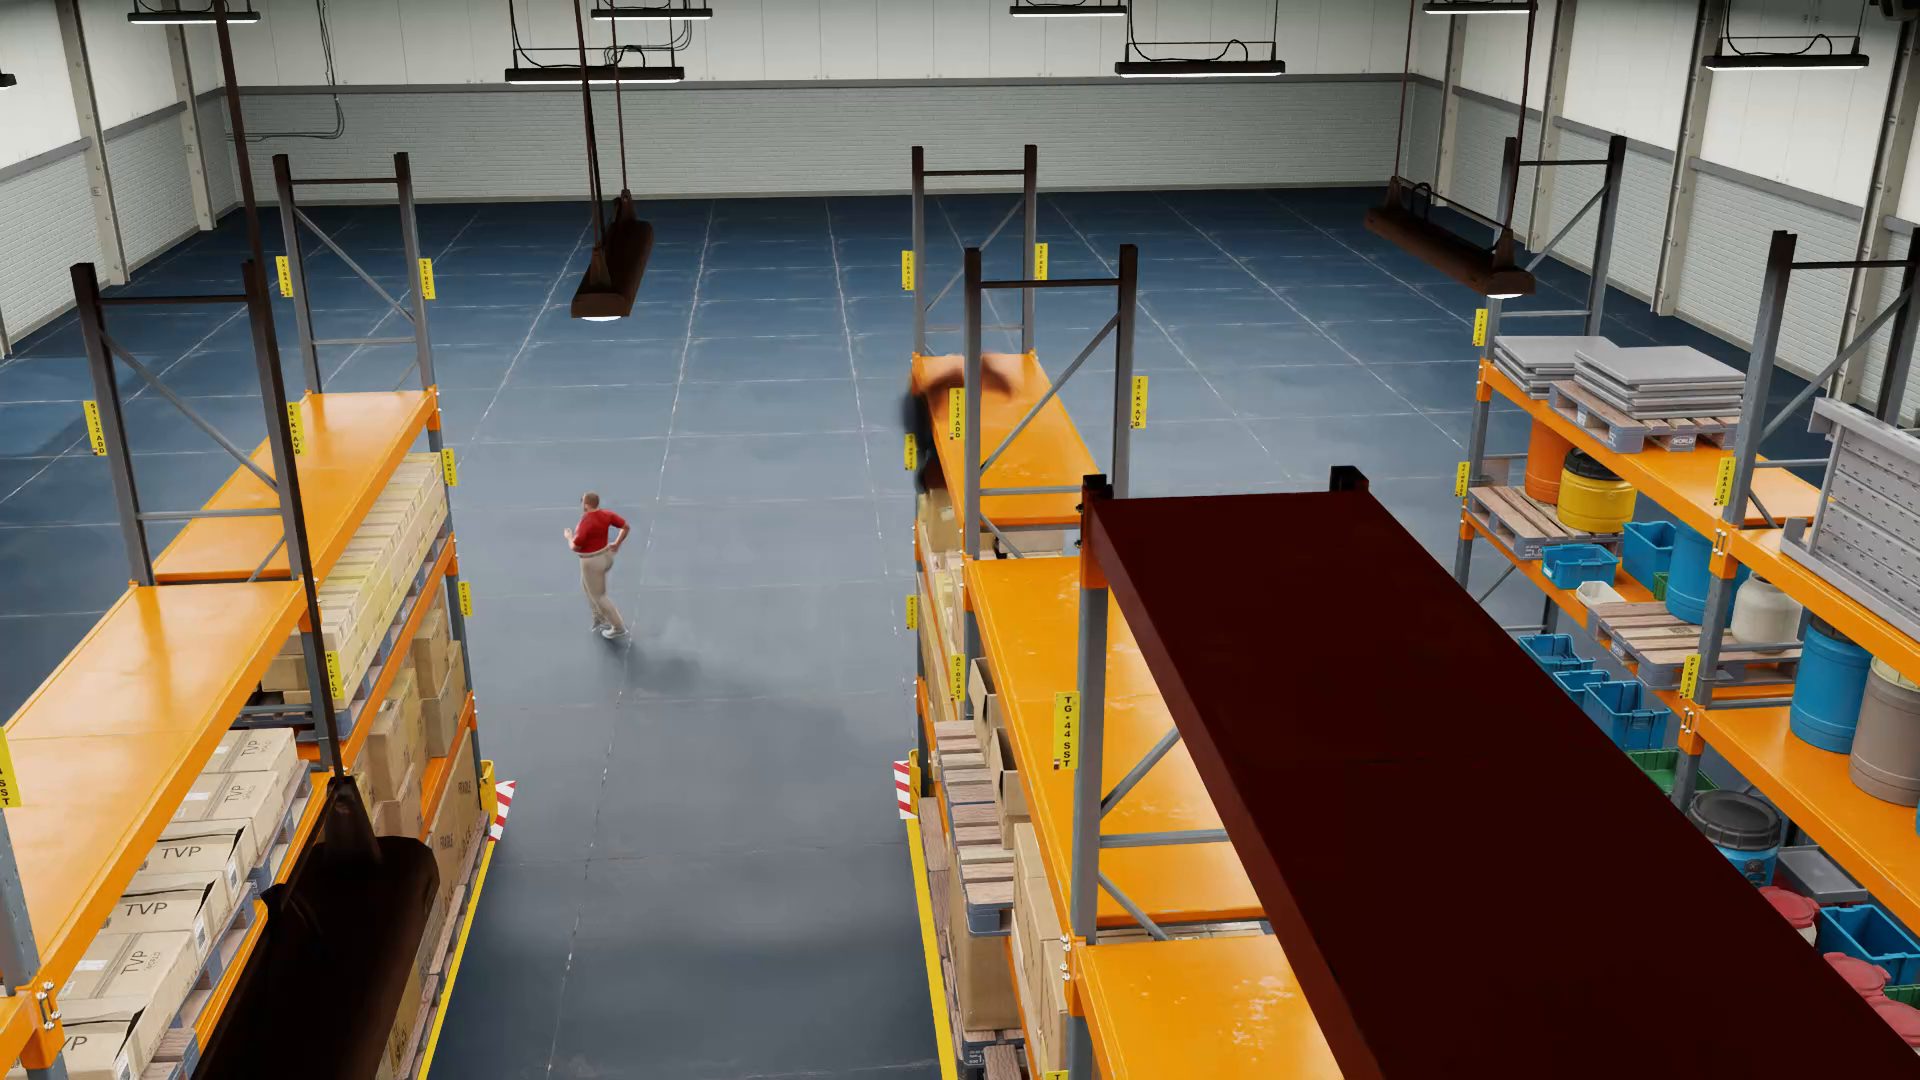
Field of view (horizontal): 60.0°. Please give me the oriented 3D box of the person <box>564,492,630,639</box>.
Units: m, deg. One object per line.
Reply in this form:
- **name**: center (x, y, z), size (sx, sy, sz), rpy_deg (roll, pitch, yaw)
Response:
- **person**: center (-4.069, 0.300, 18.583), size (0.757, 1.800, 0.632), rpy_deg (8, 23, 20)
